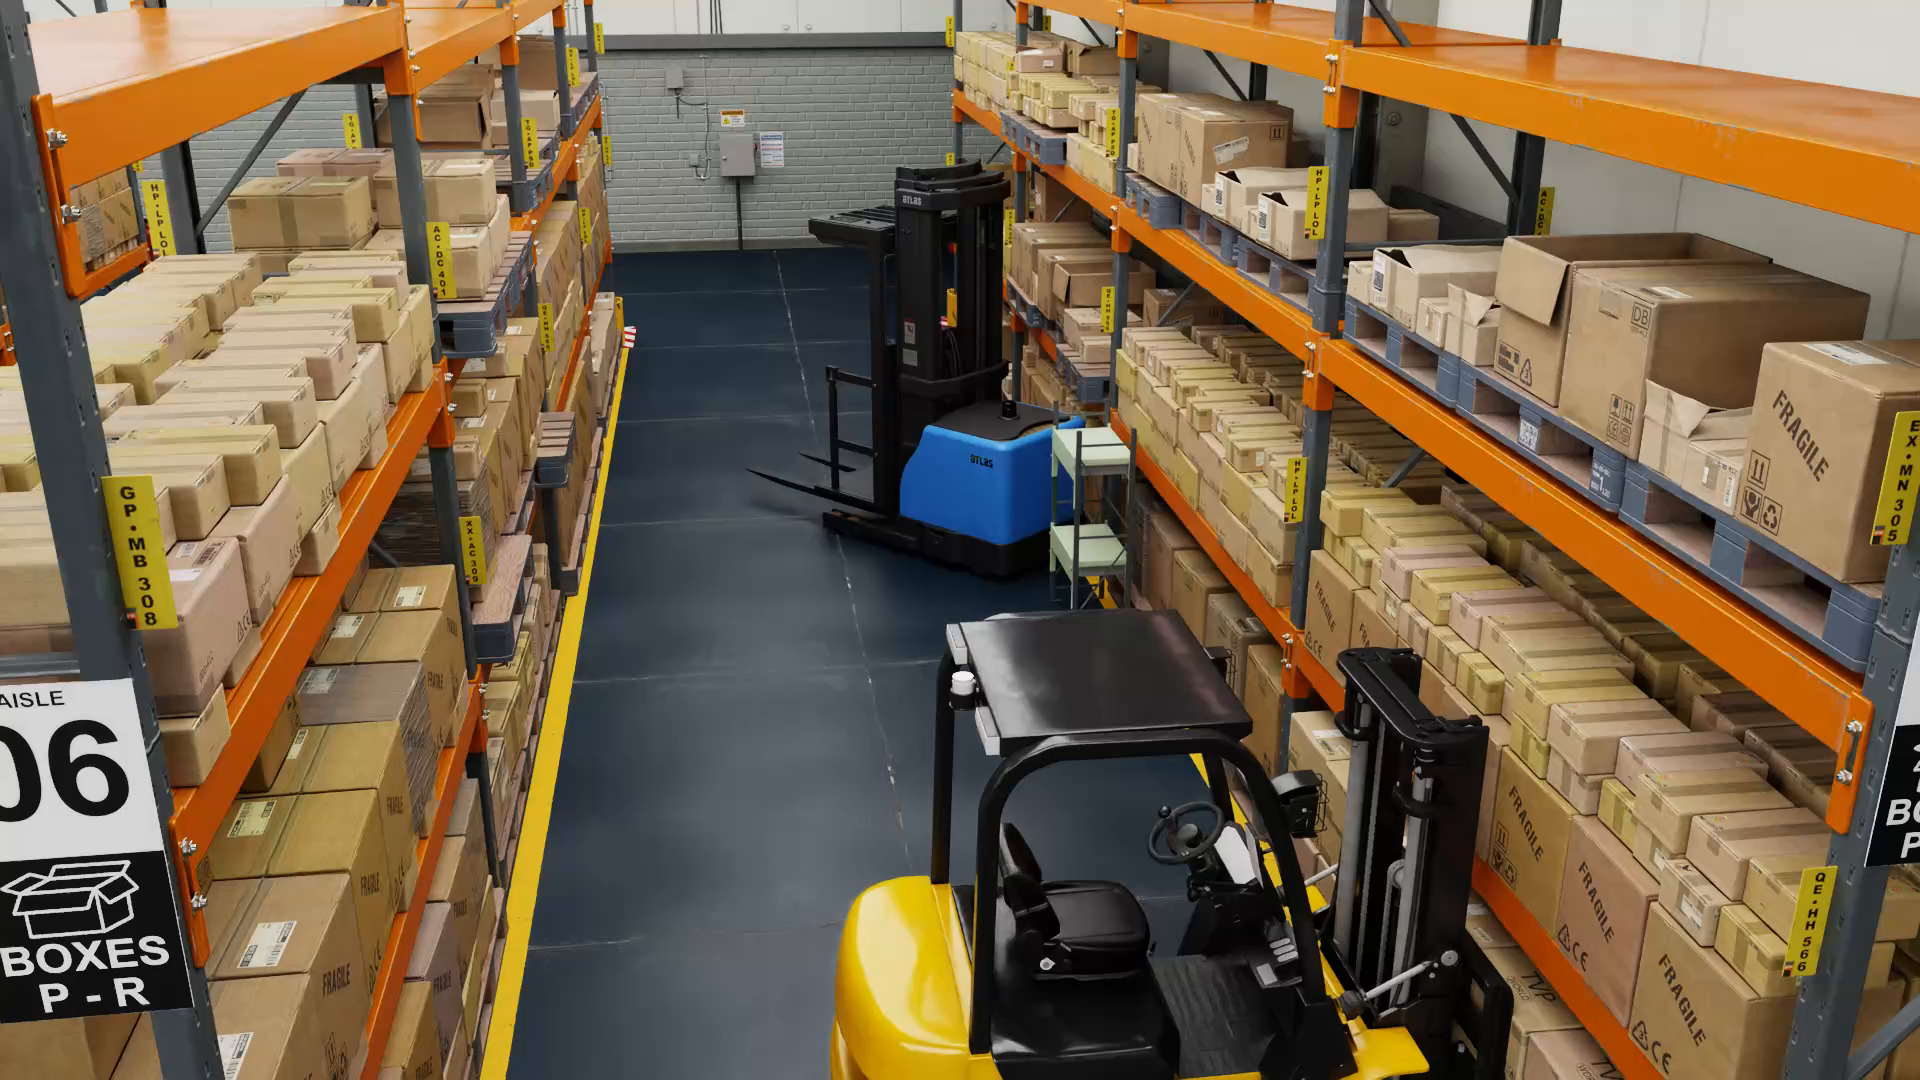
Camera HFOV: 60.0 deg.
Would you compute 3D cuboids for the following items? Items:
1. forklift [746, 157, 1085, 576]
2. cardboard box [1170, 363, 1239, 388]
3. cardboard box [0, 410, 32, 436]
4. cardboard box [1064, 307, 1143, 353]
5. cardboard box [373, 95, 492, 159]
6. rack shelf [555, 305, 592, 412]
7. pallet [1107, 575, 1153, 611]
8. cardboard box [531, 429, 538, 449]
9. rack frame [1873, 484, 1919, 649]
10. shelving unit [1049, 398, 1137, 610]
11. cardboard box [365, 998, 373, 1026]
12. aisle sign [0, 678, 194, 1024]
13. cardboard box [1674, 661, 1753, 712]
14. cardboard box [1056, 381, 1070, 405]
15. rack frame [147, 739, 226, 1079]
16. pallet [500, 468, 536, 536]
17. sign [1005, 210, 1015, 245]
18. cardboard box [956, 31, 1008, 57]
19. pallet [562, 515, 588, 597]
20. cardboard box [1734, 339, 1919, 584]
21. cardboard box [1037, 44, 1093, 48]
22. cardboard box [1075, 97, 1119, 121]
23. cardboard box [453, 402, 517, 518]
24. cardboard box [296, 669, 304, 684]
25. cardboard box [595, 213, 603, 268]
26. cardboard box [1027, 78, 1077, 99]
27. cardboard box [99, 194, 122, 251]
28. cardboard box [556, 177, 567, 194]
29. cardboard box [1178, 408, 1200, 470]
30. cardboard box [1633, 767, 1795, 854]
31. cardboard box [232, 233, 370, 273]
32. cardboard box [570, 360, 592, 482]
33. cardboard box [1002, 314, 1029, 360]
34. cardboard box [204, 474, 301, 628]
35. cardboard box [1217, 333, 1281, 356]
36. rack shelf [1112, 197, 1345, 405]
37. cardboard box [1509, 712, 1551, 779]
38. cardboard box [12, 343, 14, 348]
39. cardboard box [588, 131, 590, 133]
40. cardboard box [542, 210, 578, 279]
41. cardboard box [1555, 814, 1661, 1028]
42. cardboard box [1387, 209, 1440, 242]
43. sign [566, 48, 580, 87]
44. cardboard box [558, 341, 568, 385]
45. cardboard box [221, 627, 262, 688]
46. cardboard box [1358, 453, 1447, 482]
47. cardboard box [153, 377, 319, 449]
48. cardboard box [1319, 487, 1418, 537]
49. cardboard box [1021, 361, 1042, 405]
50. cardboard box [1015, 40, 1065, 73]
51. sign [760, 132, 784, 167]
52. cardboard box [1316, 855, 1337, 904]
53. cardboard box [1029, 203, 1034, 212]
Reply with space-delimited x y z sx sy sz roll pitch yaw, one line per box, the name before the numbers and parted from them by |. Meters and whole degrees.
forklift | -0.470 -1.517 13.088 3.031 2.935 1.130 17 26 38
cardboard box | 1.554 -1.022 10.595 0.380 0.149 0.250 -3 21 -7
cardboard box | -2.585 -0.248 4.525 0.380 0.149 0.250 -3 21 -8
cardboard box | 1.109 -1.627 12.900 0.500 0.250 0.500 -4 21 -10
cardboard box | -3.533 -2.673 11.052 0.797 0.503 0.637 -4 21 -11
rack shelf | -3.618 -1.256 13.319 1.077 0.370 4.000 -3 21 -8
pallet | 1.662 0.441 11.733 1.003 0.211 1.213 -3 21 -8
cardboard box | -2.830 -0.616 10.337 0.380 0.149 0.250 -4 21 -10
rack frame | 2.735 -1.192 3.547 1.000 3.000 0.127 -3 21 -8
shelving unit | 0.902 -0.144 11.457 0.431 1.500 0.755 -3 21 -8
cardboard box | -2.091 1.499 5.276 0.380 0.149 0.250 -2 21 -6
aisle sign | -1.861 0.658 3.453 0.394 0.787 0.004 -3 21 -8
cardboard box | 2.817 0.546 5.973 0.380 0.149 0.250 -3 21 -9
cardboard box | 1.044 -1.280 14.401 0.380 0.149 0.250 -2 21 -6
rack frame | -2.176 1.870 3.923 1.000 3.000 0.127 -3 21 -8
pallet | -3.004 -0.127 9.544 1.003 0.211 1.213 -3 21 -8
sign | 0.469 -2.912 15.489 0.100 0.325 0.005 -3 21 -8
cardboard box | 0.244 -5.464 18.346 0.500 0.250 0.500 -3 21 -8
pallet | -3.369 0.129 12.568 1.003 0.211 1.213 -3 21 -8
cardboard box | 2.430 -0.219 4.341 0.500 0.500 0.500 -2 21 -6
cardboard box | 1.052 -4.785 16.529 0.500 0.250 0.500 -3 21 -8
cardboard box | 1.091 -3.279 12.641 0.380 0.149 0.250 -3 21 -9
cardboard box | -2.667 -0.420 8.886 0.500 0.500 0.500 -3 21 -8
cardboard box | -2.807 0.347 6.004 0.700 0.500 0.500 -3 21 -9
cardboard box | -3.923 -3.033 16.907 0.500 0.500 0.500 -2 21 -6
cardboard box | 0.781 -3.815 14.048 0.380 0.149 0.250 -3 21 -9
cardboard box | -8.978 -3.250 17.064 0.500 0.500 0.500 -3 21 -9
cardboard box | -3.695 -3.227 15.069 0.380 0.149 0.250 -3 21 -9
cardboard box | 1.631 -0.619 10.086 0.500 0.250 0.500 -3 21 -7
cardboard box | 2.344 0.841 5.181 0.380 0.149 0.250 -2 21 -7
cardboard box | -2.981 -1.242 7.581 0.500 0.250 0.500 -3 21 -9
cardboard box | -3.600 -0.964 13.946 0.875 0.875 0.875 -2 21 -6
cardboard box | 0.657 -2.074 17.453 0.700 0.500 0.500 -4 21 -10
cardboard box | -2.048 0.033 4.343 0.500 0.250 0.500 -3 21 -9
cardboard box | 1.977 -1.315 11.380 0.380 0.149 0.250 -2 21 -6
rack shelf | 1.870 -1.528 9.760 1.077 0.370 4.000 -3 21 -8
cardboard box | 2.198 0.718 5.936 0.380 0.149 0.250 -3 21 -7
cardboard box | -9.418 -1.872 16.566 0.380 0.149 0.250 -3 21 -7
cardboard box | -4.233 -4.375 18.144 0.380 0.149 0.250 -3 21 -7
cardboard box | -3.512 -2.480 13.996 0.500 0.500 0.500 -3 21 -7
cardboard box | 2.338 1.234 5.483 0.500 0.500 0.500 -2 21 -6
cardboard box | 2.230 -1.602 8.547 0.380 0.149 0.250 -3 21 -8
sign | -3.371 -4.111 14.459 0.100 0.325 0.005 -3 21 -8
cardboard box | -3.313 -1.371 12.814 0.500 0.250 0.500 -2 21 -6
cardboard box | -2.034 0.271 4.275 0.380 0.149 0.250 -2 21 -6
cardboard box | 2.333 -0.346 8.785 0.380 0.149 0.250 -4 21 -10
cardboard box | -2.103 -0.367 4.844 0.380 0.149 0.250 -2 21 -6
cardboard box | 1.911 -0.132 7.787 0.380 0.149 0.250 -2 21 -7
cardboard box | 0.852 -1.384 15.606 0.500 0.500 0.500 -2 21 -5
cardboard box | 0.703 -4.279 14.699 0.396 0.266 0.258 -3 21 -8
sign | -2.760 -5.729 24.403 0.329 0.494 0.001 -3 21 -8
cardboard box | 1.989 1.684 7.751 0.500 0.250 0.500 -3 21 -9
cardboard box | 0.897 -3.495 18.075 0.500 0.250 0.500 -2 21 -6
